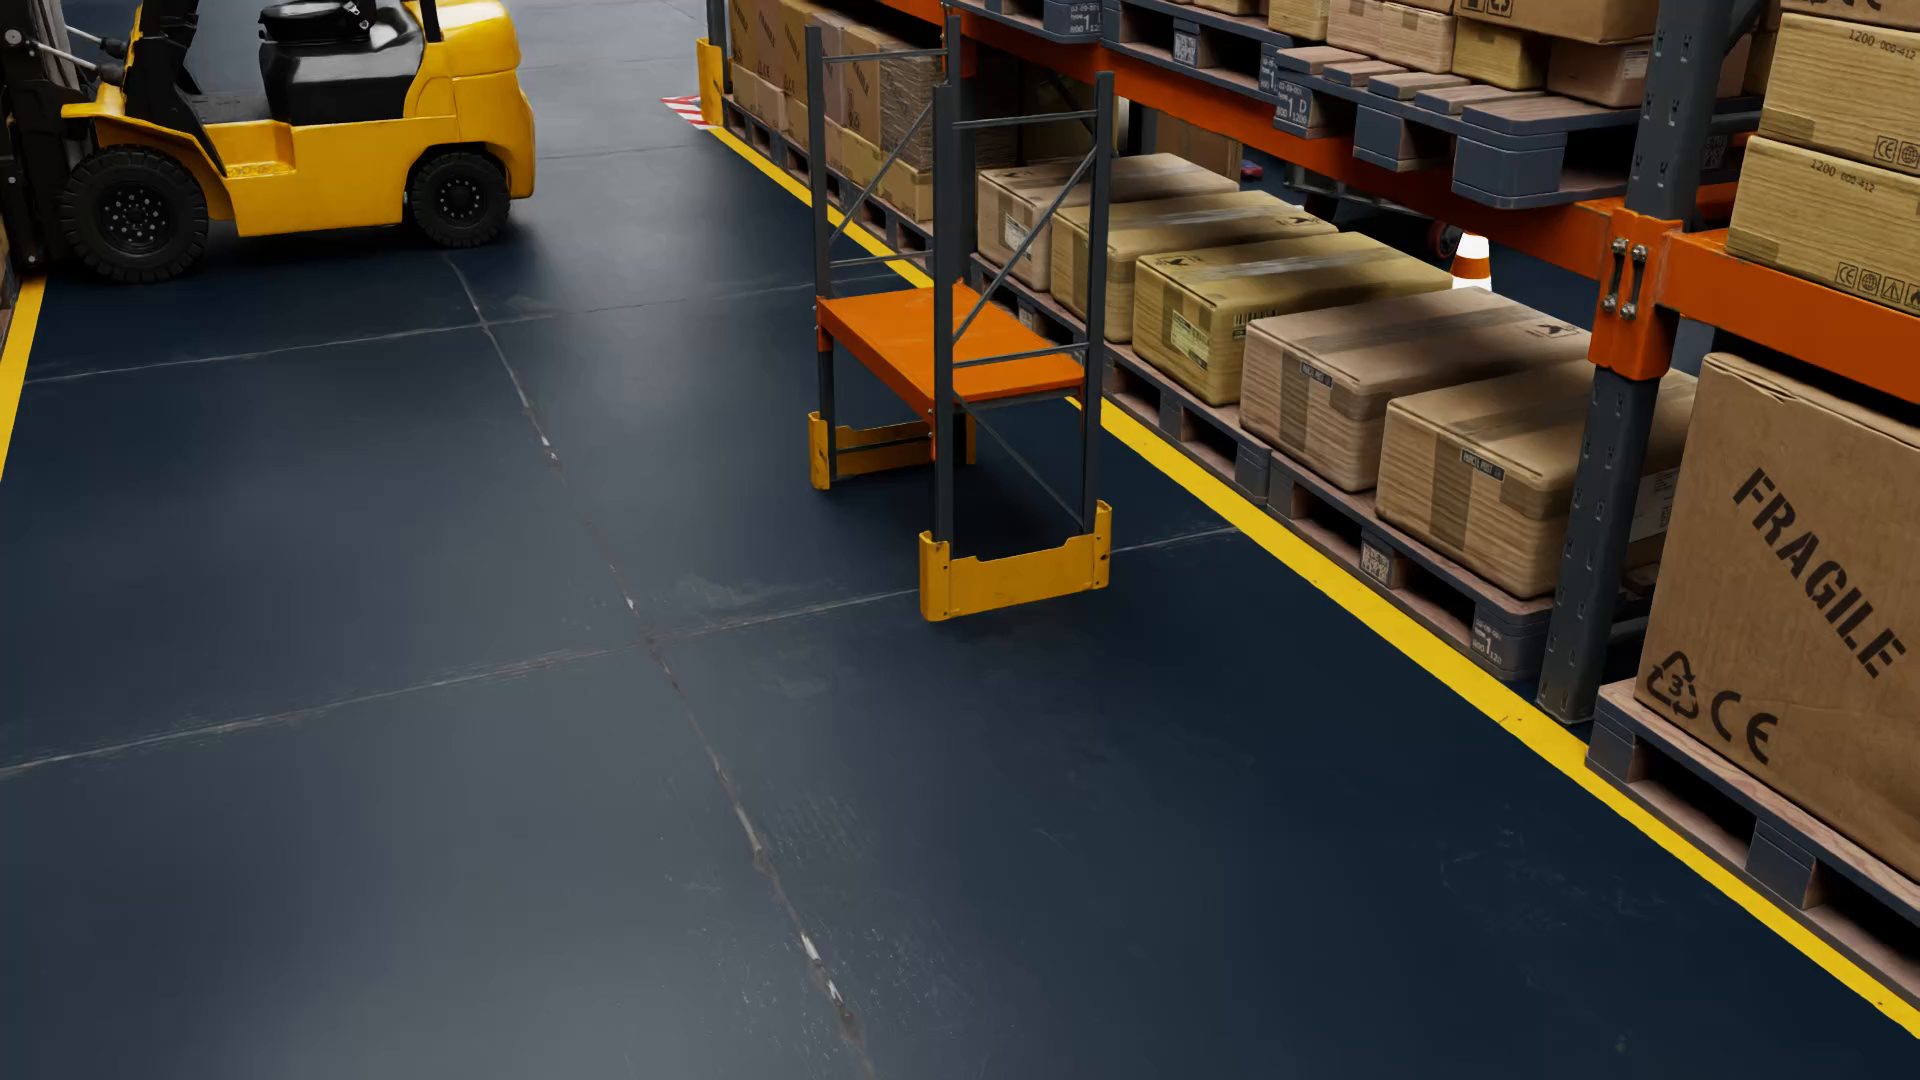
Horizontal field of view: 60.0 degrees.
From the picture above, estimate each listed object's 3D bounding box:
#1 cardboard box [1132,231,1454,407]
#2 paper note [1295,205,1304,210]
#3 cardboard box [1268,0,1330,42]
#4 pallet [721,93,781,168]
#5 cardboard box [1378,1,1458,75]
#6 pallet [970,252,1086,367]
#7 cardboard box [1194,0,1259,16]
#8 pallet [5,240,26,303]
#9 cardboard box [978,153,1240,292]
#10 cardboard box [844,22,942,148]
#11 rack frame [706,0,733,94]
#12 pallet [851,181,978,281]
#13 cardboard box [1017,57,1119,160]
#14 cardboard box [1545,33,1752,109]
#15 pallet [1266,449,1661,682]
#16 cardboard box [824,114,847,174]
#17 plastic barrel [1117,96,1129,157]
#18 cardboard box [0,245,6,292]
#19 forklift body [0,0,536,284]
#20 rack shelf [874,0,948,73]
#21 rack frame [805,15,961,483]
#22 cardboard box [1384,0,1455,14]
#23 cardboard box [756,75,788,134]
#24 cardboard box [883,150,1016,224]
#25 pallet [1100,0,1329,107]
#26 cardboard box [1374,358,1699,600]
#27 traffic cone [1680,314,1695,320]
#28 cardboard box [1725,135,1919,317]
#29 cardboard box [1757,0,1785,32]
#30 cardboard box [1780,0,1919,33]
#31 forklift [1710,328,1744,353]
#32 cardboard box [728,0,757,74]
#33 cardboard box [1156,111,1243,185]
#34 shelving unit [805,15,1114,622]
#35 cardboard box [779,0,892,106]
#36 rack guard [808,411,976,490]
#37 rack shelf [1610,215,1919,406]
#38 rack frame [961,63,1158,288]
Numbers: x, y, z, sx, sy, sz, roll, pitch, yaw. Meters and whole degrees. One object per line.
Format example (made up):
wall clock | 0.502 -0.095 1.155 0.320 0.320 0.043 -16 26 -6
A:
cardboard box | 1.189 -0.816 6.019 0.950 0.372 0.625 -10 28 -19
paper note | 1.785 -1.762 8.825 0.148 0.019 0.142 -11 28 -21
cardboard box | 1.121 -1.544 4.801 0.380 0.149 0.250 -10 28 -20
pallet | -0.828 -2.586 10.307 1.003 0.211 1.213 -11 28 -21
cardboard box | 1.333 -1.332 4.367 0.380 0.149 0.250 -11 28 -21
pallet | 0.729 -1.022 7.103 1.003 0.211 1.213 -11 28 -21
cardboard box | 0.965 -1.754 5.232 0.380 0.149 0.250 -12 28 -22
pallet | -4.898 -1.304 7.679 1.003 0.211 1.213 -11 28 -21
cardboard box | 0.630 -1.386 7.186 0.950 0.372 0.625 -10 28 -20
cardboard box | -0.257 -2.277 8.296 0.500 0.500 0.500 -10 28 -20
rack frame | -1.144 -4.204 10.442 1.000 3.000 0.127 -11 28 -21
pallet | 0.127 -1.601 8.289 1.003 0.211 1.213 -11 28 -21
cardboard box | 0.440 -2.164 8.064 0.500 0.500 0.500 -9 27 -18
cardboard box | 1.644 -1.142 3.979 0.380 0.149 0.250 -10 28 -19
pallet | 1.684 -0.037 5.086 1.003 0.211 1.213 -11 28 -21
cardboard box | -0.469 -2.154 8.899 0.500 0.250 0.500 -10 28 -20
plastic barrel | 1.058 -2.473 9.832 0.512 0.421 0.421 8 27 15
cardboard box | -4.241 -1.143 6.827 0.500 0.250 0.500 -11 28 -22
forklift body | -3.288 -2.516 7.953 2.313 2.155 1.214 -11 28 -21
rack shelf | -0.361 -3.074 8.946 1.077 0.370 4.000 -11 28 -21
rack frame | -0.232 -0.914 5.412 0.500 1.500 0.032 -11 28 -21
cardboard box | 1.343 -1.685 4.350 0.500 0.500 0.500 -11 28 -21
cardboard box | -0.889 -2.577 9.764 0.500 0.250 0.500 -10 28 -19
cardboard box | -0.056 -1.735 8.040 0.500 0.250 0.500 -9 28 -18
pallet | 1.176 -1.681 5.492 1.003 0.211 1.213 -11 28 -21
cardboard box | 1.777 -0.212 4.782 0.950 0.372 0.625 -13 29 -24
traffic cone | 3.230 -1.244 7.271 0.336 0.463 0.334 -11 28 -21
cardboard box | 1.949 -0.666 3.367 0.500 0.250 0.500 -11 28 -21
cardboard box | 2.026 -1.563 4.102 0.500 0.500 0.500 -11 28 -22
cardboard box | 1.957 -1.228 3.092 0.500 0.500 0.500 -12 28 -22
forklift | 4.418 -1.841 5.681 3.031 2.935 1.130 -7 27 -14
cardboard box | -1.073 -3.112 10.005 0.500 0.500 0.500 -12 28 -22
cardboard box | 1.255 -2.134 9.047 0.500 0.500 0.500 8 27 15
shelving unit | -0.030 -0.705 4.984 0.587 1.500 1.083 -11 28 -21
cardboard box | -0.675 -2.697 9.157 0.500 0.500 0.500 -10 28 -20
rack guard | -0.225 -0.344 5.670 0.587 0.250 0.087 -11 28 -21
rack shelf | 2.772 0.156 2.332 1.077 0.370 4.000 -11 28 -21
rack frame | 0.423 -2.589 7.135 1.000 3.000 0.127 -11 28 -21
